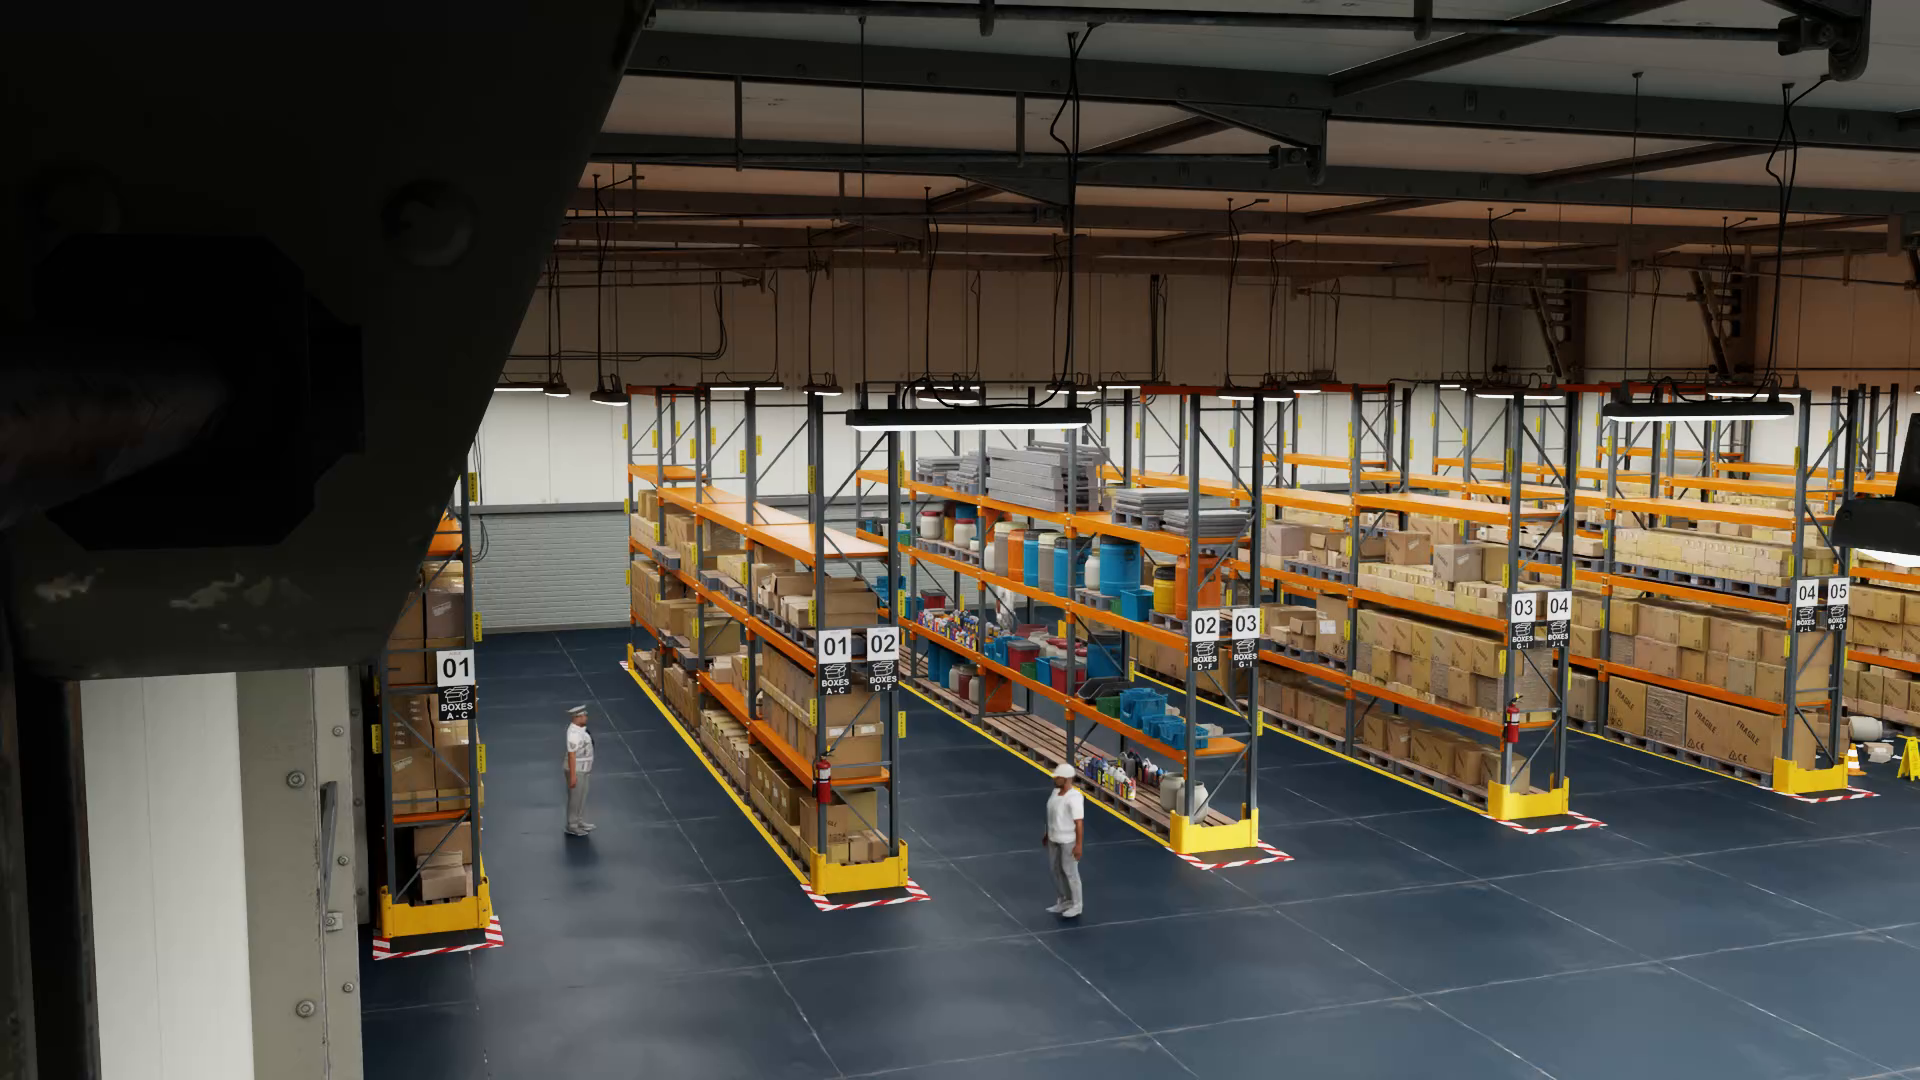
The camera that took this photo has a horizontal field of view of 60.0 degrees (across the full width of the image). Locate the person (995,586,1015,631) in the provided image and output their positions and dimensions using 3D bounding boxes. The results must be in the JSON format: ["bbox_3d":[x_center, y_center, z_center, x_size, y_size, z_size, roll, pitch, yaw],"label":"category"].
[{"bbox_3d":[0.902,1.573,35.957,0.517,1.785,0.628,3,6,24],"label":"person"}]

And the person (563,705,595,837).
[{"bbox_3d":[-5.181,3.119,22.632,0.382,1.771,0.639,0,6,-2],"label":"person"}]

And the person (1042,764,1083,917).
[{"bbox_3d":[1.205,3.475,19.246,0.374,1.803,0.689,-4,7,-32],"label":"person"}]
